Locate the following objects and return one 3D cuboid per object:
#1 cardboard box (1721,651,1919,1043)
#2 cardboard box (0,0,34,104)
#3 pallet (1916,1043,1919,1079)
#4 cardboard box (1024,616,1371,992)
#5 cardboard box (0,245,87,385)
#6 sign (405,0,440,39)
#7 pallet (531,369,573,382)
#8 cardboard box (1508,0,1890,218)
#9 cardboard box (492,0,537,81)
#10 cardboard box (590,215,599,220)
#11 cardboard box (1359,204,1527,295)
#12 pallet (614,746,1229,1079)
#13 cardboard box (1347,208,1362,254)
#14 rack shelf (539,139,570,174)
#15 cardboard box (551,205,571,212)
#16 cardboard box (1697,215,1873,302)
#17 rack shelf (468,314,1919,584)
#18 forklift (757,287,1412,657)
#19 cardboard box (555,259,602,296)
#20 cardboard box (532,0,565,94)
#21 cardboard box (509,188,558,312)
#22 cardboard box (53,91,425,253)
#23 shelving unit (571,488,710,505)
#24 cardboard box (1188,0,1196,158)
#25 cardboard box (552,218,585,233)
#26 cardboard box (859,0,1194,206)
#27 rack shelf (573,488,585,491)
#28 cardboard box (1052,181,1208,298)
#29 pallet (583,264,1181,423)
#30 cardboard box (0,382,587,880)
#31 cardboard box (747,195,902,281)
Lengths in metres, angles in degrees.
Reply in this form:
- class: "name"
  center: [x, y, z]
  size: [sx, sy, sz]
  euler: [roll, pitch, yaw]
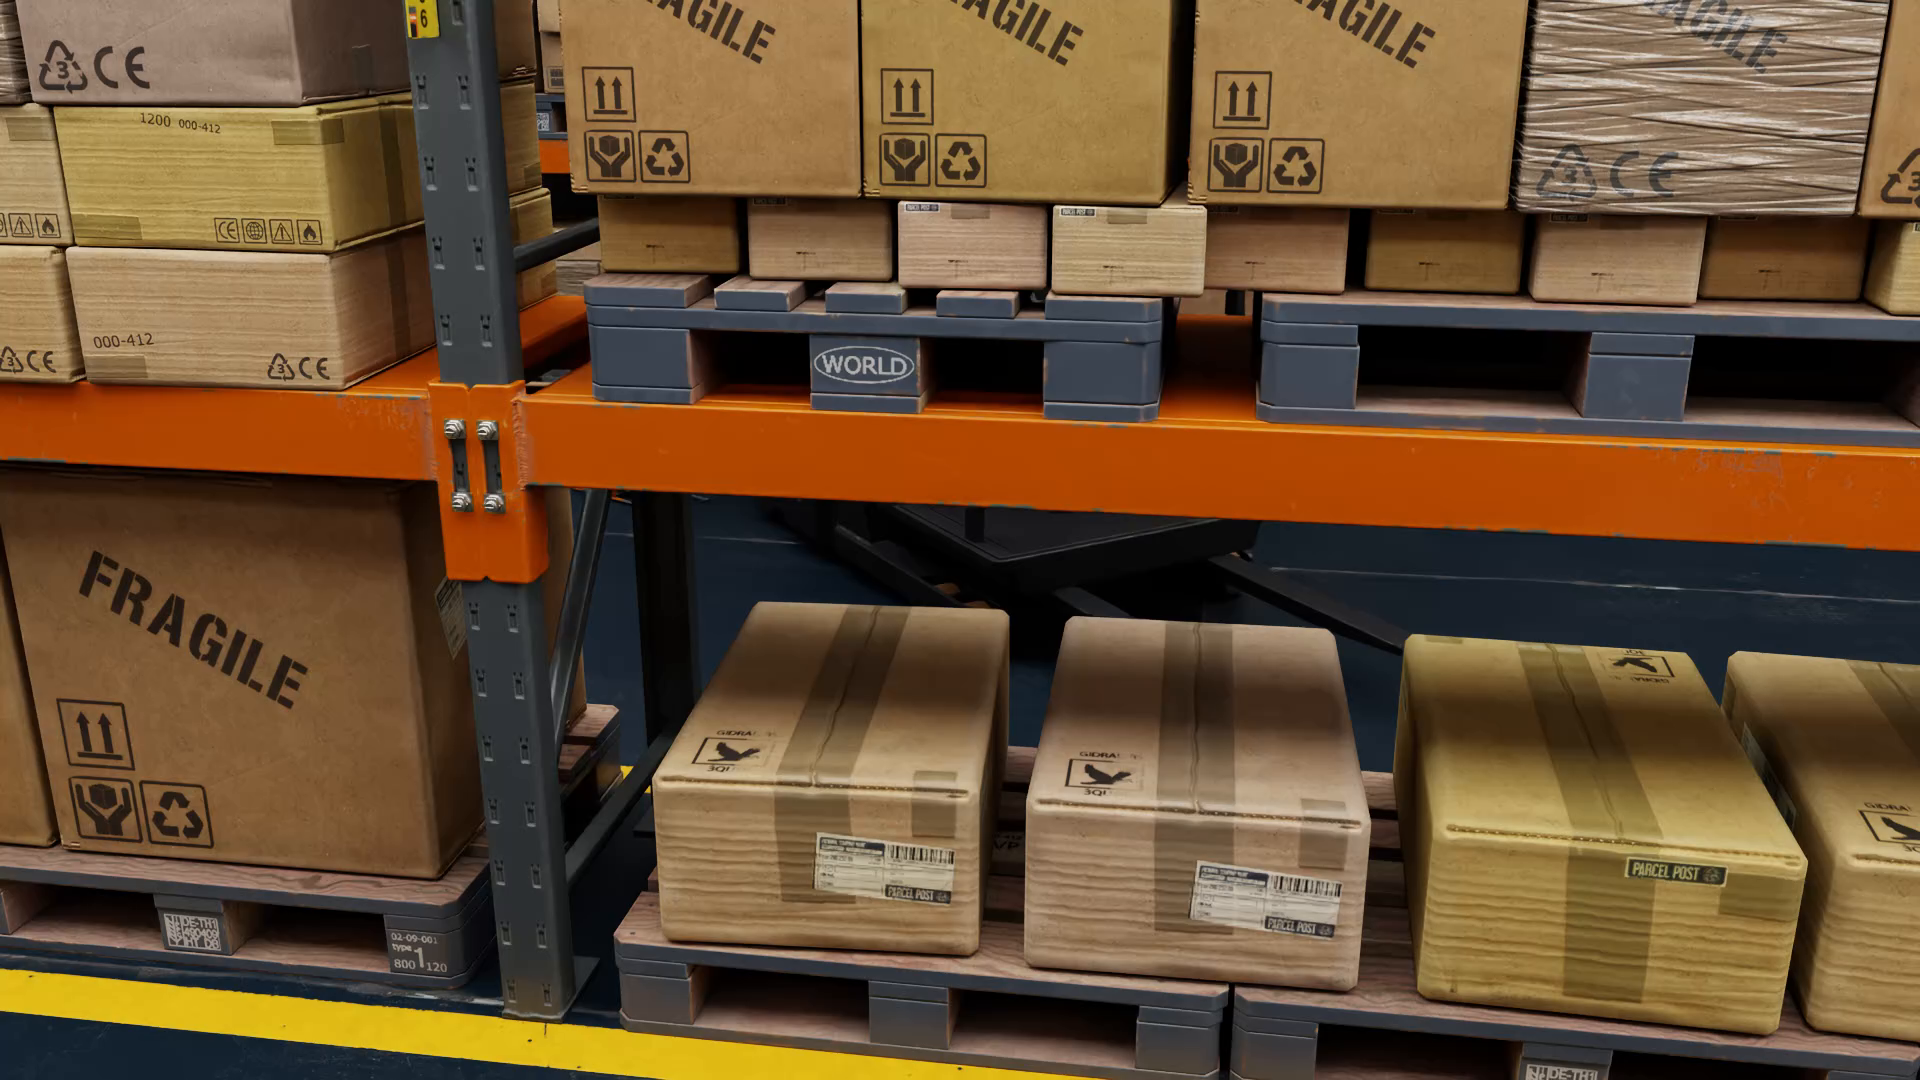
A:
- class: "cardboard box"
  center: [1.930, 0.587, 3.300]
  size: [0.625, 0.372, 0.950]
  euler: [4, 19, 12]
- class: "cardboard box"
  center: [-1.850, -1.089, 3.098]
  size: [0.500, 0.500, 0.500]
  euler: [3, 19, 10]
- class: "pallet"
  center: [2.390, 0.885, 3.326]
  size: [1.213, 0.211, 1.003]
  euler: [3, 19, 9]
- class: "cardboard box"
  center: [0.496, 0.513, 3.522]
  size: [0.625, 0.372, 0.950]
  euler: [3, 19, 8]
- class: "cardboard box"
  center: [-1.838, -0.494, 3.289]
  size: [0.500, 0.250, 0.500]
  euler: [3, 19, 10]
- class: "sign"
  center: [-0.875, -0.975, 2.666]
  size: [0.005, 0.325, 0.100]
  euler: [3, 19, 9]
- class: "pallet"
  center: [-1.939, -0.945, 8.794]
  size: [1.213, 0.211, 1.003]
  euler: [3, 19, 9]
- class: "cardboard box"
  center: [1.151, -0.816, 2.728]
  size: [0.500, 0.500, 0.500]
  euler: [2, 19, 7]
- class: "cardboard box"
  center: [-1.238, -1.223, 3.498]
  size: [0.500, 0.500, 0.500]
  euler: [2, 19, 7]
- class: "cardboard box"
  center: [-1.757, -1.649, 8.760]
  size: [0.250, 0.149, 0.380]
  euler: [3, 19, 9]
- class: "cardboard box"
  center: [0.842, -0.543, 2.932]
  size: [0.250, 0.149, 0.380]
  euler: [4, 19, 11]
- class: "pallet"
  center: [-0.019, 0.762, 3.693]
  size: [1.213, 0.211, 1.003]
  euler: [3, 19, 9]
- class: "cardboard box"
  center: [0.852, -0.671, 3.316]
  size: [0.250, 0.149, 0.380]
  euler: [3, 19, 9]
- class: "rack shelf"
  center: [-1.981, -1.915, 8.433]
  size: [4.000, 0.370, 1.077]
  euler: [3, 19, 9]
- class: "cardboard box"
  center: [-2.262, -1.698, 8.907]
  size: [0.250, 0.149, 0.380]
  euler: [3, 19, 9]
- class: "cardboard box"
  center: [1.358, -0.520, 2.863]
  size: [0.250, 0.149, 0.380]
  euler: [2, 19, 7]
- class: "rack shelf"
  center: [1.184, -0.158, 3.183]
  size: [4.000, 0.370, 1.077]
  euler: [3, 19, 9]
- class: "forklift"
  center: [0.338, -1.199, 5.268]
  size: [1.130, 2.935, 3.031]
  euler: [-10, 21, -29]
- class: "cardboard box"
  center: [-1.984, -1.197, 8.432]
  size: [0.500, 0.500, 0.500]
  euler: [2, 19, 7]
- class: "cardboard box"
  center: [-1.648, -2.428, 8.007]
  size: [0.637, 0.503, 0.797]
  euler: [2, 19, 7]
- class: "cardboard box"
  center: [-1.234, -0.633, 3.703]
  size: [0.500, 0.250, 0.500]
  euler: [3, 19, 8]
- class: "cardboard box"
  center: [-1.309, -0.711, 3.149]
  size: [0.500, 0.250, 0.500]
  euler: [3, 19, 8]
- class: "shelving unit"
  center: [-1.563, -0.337, 7.003]
  size: [1.200, 0.189, 0.258]
  euler: [14, 23, 36]
- class: "cardboard box"
  center: [0.713, -1.004, 3.290]
  size: [0.500, 0.500, 0.500]
  euler: [2, 19, 5]
- class: "cardboard box"
  center: [-2.074, -1.526, 8.393]
  size: [0.250, 0.149, 0.380]
  euler: [3, 19, 9]
- class: "cardboard box"
  center: [0.133, -0.869, 2.884]
  size: [0.500, 0.500, 0.500]
  euler: [4, 19, 11]
- class: "rack shelf"
  center: [-1.528, -0.329, 6.976]
  size: [0.103, 0.180, 0.258]
  euler: [14, 23, 36]
- class: "cardboard box"
  center: [0.306, -0.532, 2.901]
  size: [0.250, 0.149, 0.380]
  euler: [3, 19, 9]
- class: "pallet"
  center: [-0.070, -0.507, 3.393]
  size: [1.003, 0.211, 1.213]
  euler: [3, 19, 9]
- class: "cardboard box"
  center: [-1.459, 0.147, 3.822]
  size: [0.875, 0.875, 0.875]
  euler: [3, 19, 8]
- class: "cardboard box"
  center: [-0.225, -0.581, 3.046]
  size: [0.250, 0.149, 0.380]
  euler: [2, 19, 5]
